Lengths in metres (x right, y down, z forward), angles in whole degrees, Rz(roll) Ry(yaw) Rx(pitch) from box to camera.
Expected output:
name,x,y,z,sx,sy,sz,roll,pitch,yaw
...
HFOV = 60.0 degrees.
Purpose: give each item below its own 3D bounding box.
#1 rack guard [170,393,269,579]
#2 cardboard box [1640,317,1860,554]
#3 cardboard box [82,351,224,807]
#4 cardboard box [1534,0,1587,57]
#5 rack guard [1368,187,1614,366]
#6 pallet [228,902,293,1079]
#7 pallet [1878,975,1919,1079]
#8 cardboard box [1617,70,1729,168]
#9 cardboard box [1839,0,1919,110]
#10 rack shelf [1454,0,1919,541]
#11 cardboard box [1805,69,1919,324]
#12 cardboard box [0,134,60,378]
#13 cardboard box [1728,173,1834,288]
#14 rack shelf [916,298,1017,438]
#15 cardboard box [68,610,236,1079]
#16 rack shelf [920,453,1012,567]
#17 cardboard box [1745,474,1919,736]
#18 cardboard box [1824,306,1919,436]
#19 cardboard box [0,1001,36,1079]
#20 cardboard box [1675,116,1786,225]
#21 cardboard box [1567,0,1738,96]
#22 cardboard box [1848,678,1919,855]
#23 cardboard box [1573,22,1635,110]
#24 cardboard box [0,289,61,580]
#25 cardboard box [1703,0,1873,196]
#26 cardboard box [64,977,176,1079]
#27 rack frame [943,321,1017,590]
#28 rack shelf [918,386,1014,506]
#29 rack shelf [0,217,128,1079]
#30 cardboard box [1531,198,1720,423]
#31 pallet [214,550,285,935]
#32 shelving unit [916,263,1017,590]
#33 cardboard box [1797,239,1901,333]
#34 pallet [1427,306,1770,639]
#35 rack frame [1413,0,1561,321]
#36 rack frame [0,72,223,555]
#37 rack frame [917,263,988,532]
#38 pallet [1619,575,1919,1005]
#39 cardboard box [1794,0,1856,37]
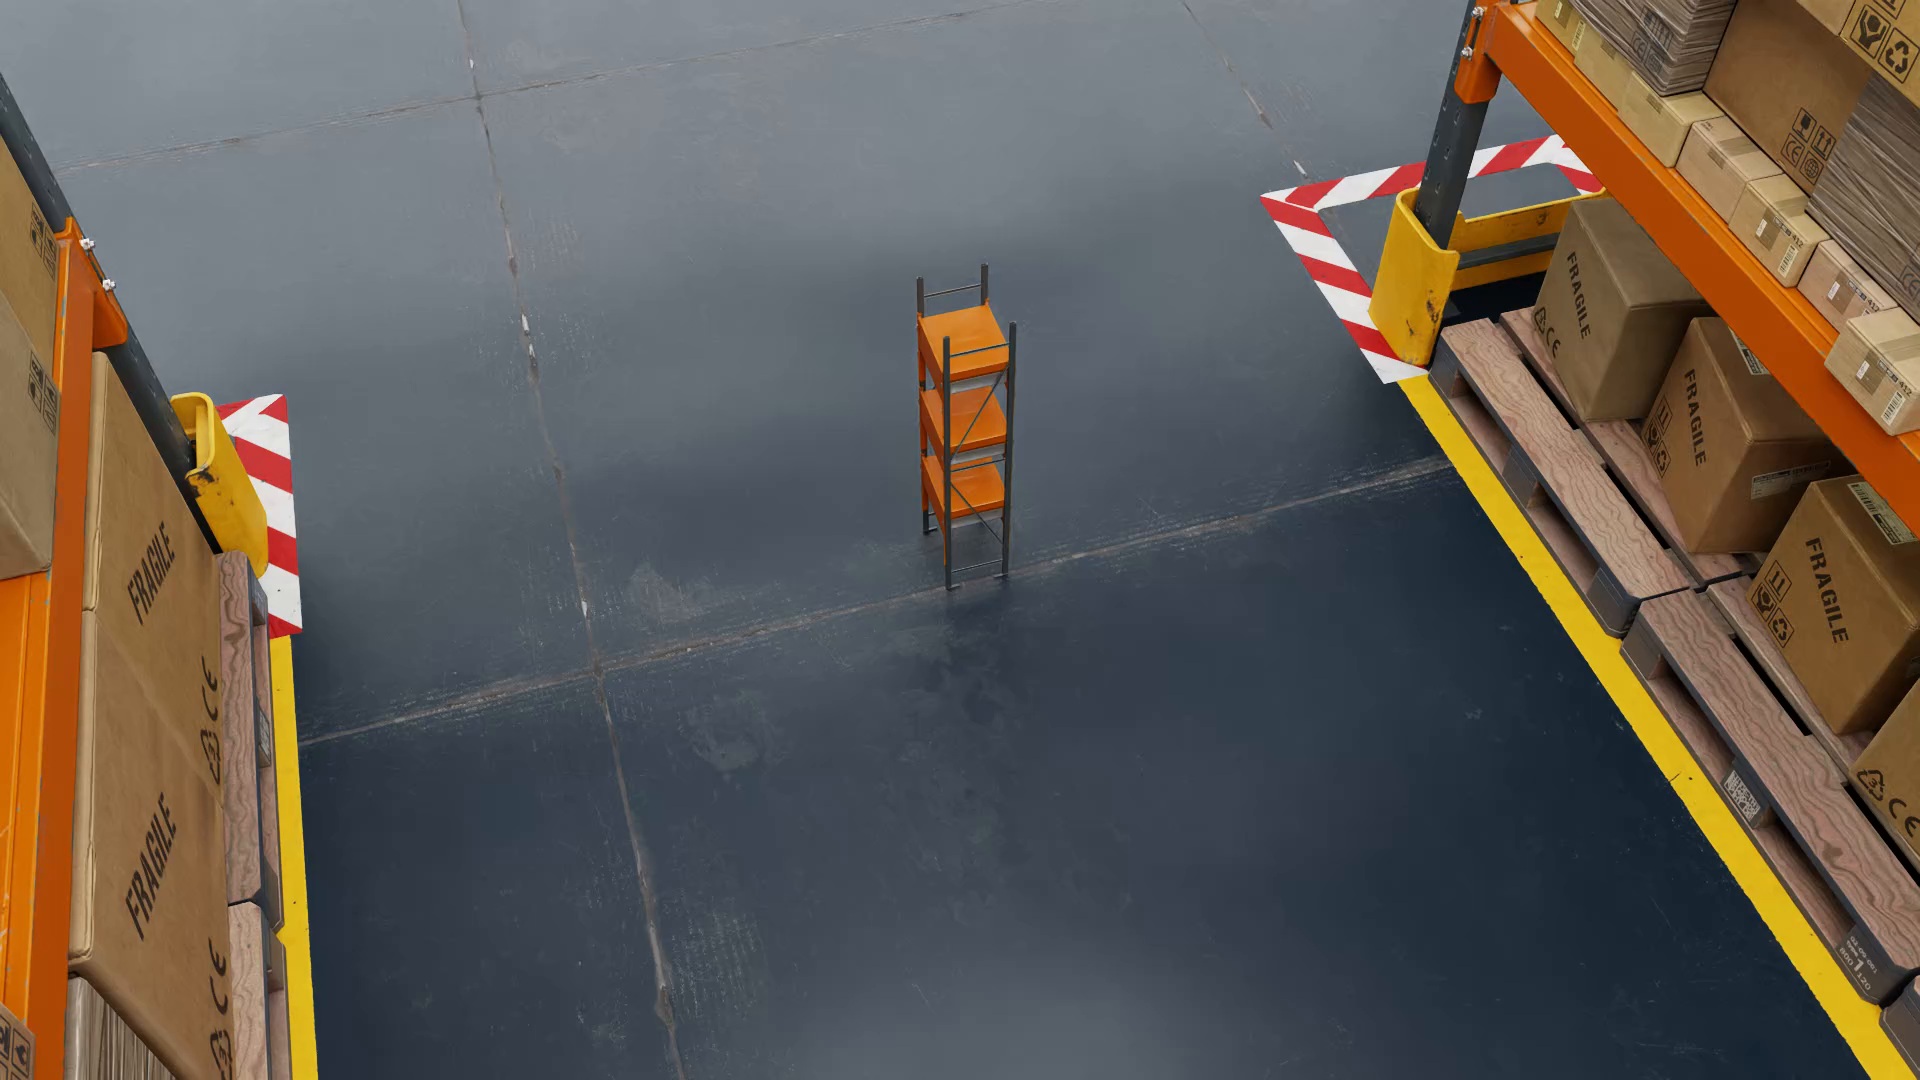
name,x,y,z,sx,sy,sz,roll,pitch,yaw
rack guard,-2.748,-0.035,4.952,1.175,0.500,0.348,-13,51,-11
cardboard box,2.405,-0.311,4.911,0.500,0.500,0.500,-2,50,-1
cardboard box,-2.477,0.207,4.229,0.875,0.875,0.875,-13,51,-11
cardboard box,1.884,-1.527,4.740,0.380,0.149,0.250,-13,51,-11
rack guard,2.050,-1.009,5.774,1.175,0.500,0.348,-13,51,-11
pallet,-2.073,1.532,3.821,1.003,0.211,1.213,-13,51,-11
pallet,2.978,1.467,3.875,1.003,0.211,1.213,-13,51,-11
cardboard box,1.999,-1.154,4.426,0.380,0.149,0.250,-13,51,-11
cardboard box,2.220,-1.126,3.323,0.500,0.500,0.500,-13,51,-11
rack shelf,2.619,-0.178,3.909,1.077,0.370,4.000,-13,51,-11
cardboard box,2.533,-0.878,3.768,0.875,0.500,0.500,-13,51,-11
cardboard box,-2.588,-0.610,3.705,0.875,0.550,0.550,-13,51,-11
cardboard box,2.160,-0.792,4.120,0.380,0.149,0.250,-13,51,-11
rack shelf,0.016,-0.475,4.607,0.215,0.259,0.240,-13,51,-11
cardboard box,-2.215,0.849,3.687,0.875,0.875,0.875,-14,51,-12
rack shelf,0.016,-0.113,5.036,0.215,0.259,0.240,-13,51,-11
cardboard box,2.572,0.150,4.522,0.500,0.500,0.500,-9,50,-8
cardboard box,2.235,-0.410,3.798,0.380,0.149,0.250,-13,51,-11
cardboard box,-1.910,0.966,2.376,0.875,0.550,0.550,-13,51,-11
cardboard box,2.093,-0.977,4.276,0.380,0.149,0.250,-13,51,-11
cardboard box,2.163,-1.591,4.369,0.875,0.500,0.500,-13,51,-11
cardboard box,2.695,0.568,4.170,0.500,0.500,0.500,-17,52,-14
cardboard box,1.939,-1.340,4.582,0.380,0.149,0.250,-13,51,-11
cardboard box,-2.404,-0.214,3.370,0.875,0.550,0.550,-13,51,-11
cardboard box,2.426,-1.253,4.084,0.875,0.500,0.500,-13,51,-11
cardboard box,-1.947,1.515,3.126,0.875,0.875,0.875,-13,51,-11
rack frame,0.052,-0.210,4.741,0.200,1.050,0.008,-13,51,-11
rack shelf,0.016,-0.292,4.824,0.215,0.259,0.240,-13,51,-11
rack shelf,-2.150,0.870,3.025,1.077,0.370,4.000,-13,51,-11
cardboard box,2.196,-0.740,5.272,0.500,0.500,0.500,-5,50,-4
pallet,-2.430,0.642,4.571,1.003,0.211,1.213,-13,51,-11
shelving unit,0.016,-0.299,4.816,0.215,1.050,0.252,-13,51,-11
cardboard box,2.260,-0.616,3.972,0.380,0.149,0.250,-13,51,-11
pallet,2.256,-0.315,5.377,1.003,0.211,1.213,-13,51,-11
rack frame,2.027,-1.870,4.865,1.000,3.000,0.127,-13,51,-11
rack frame,-2.741,-0.823,3.982,1.000,3.000,0.127,-13,51,-11
rack frame,-0.020,-0.388,4.891,0.200,1.050,0.008,-13,51,-11
pallet,2.613,0.575,4.627,1.003,0.211,1.213,-13,51,-11
cardboard box,2.071,-1.491,3.631,0.500,0.500,0.500,-13,51,-11
